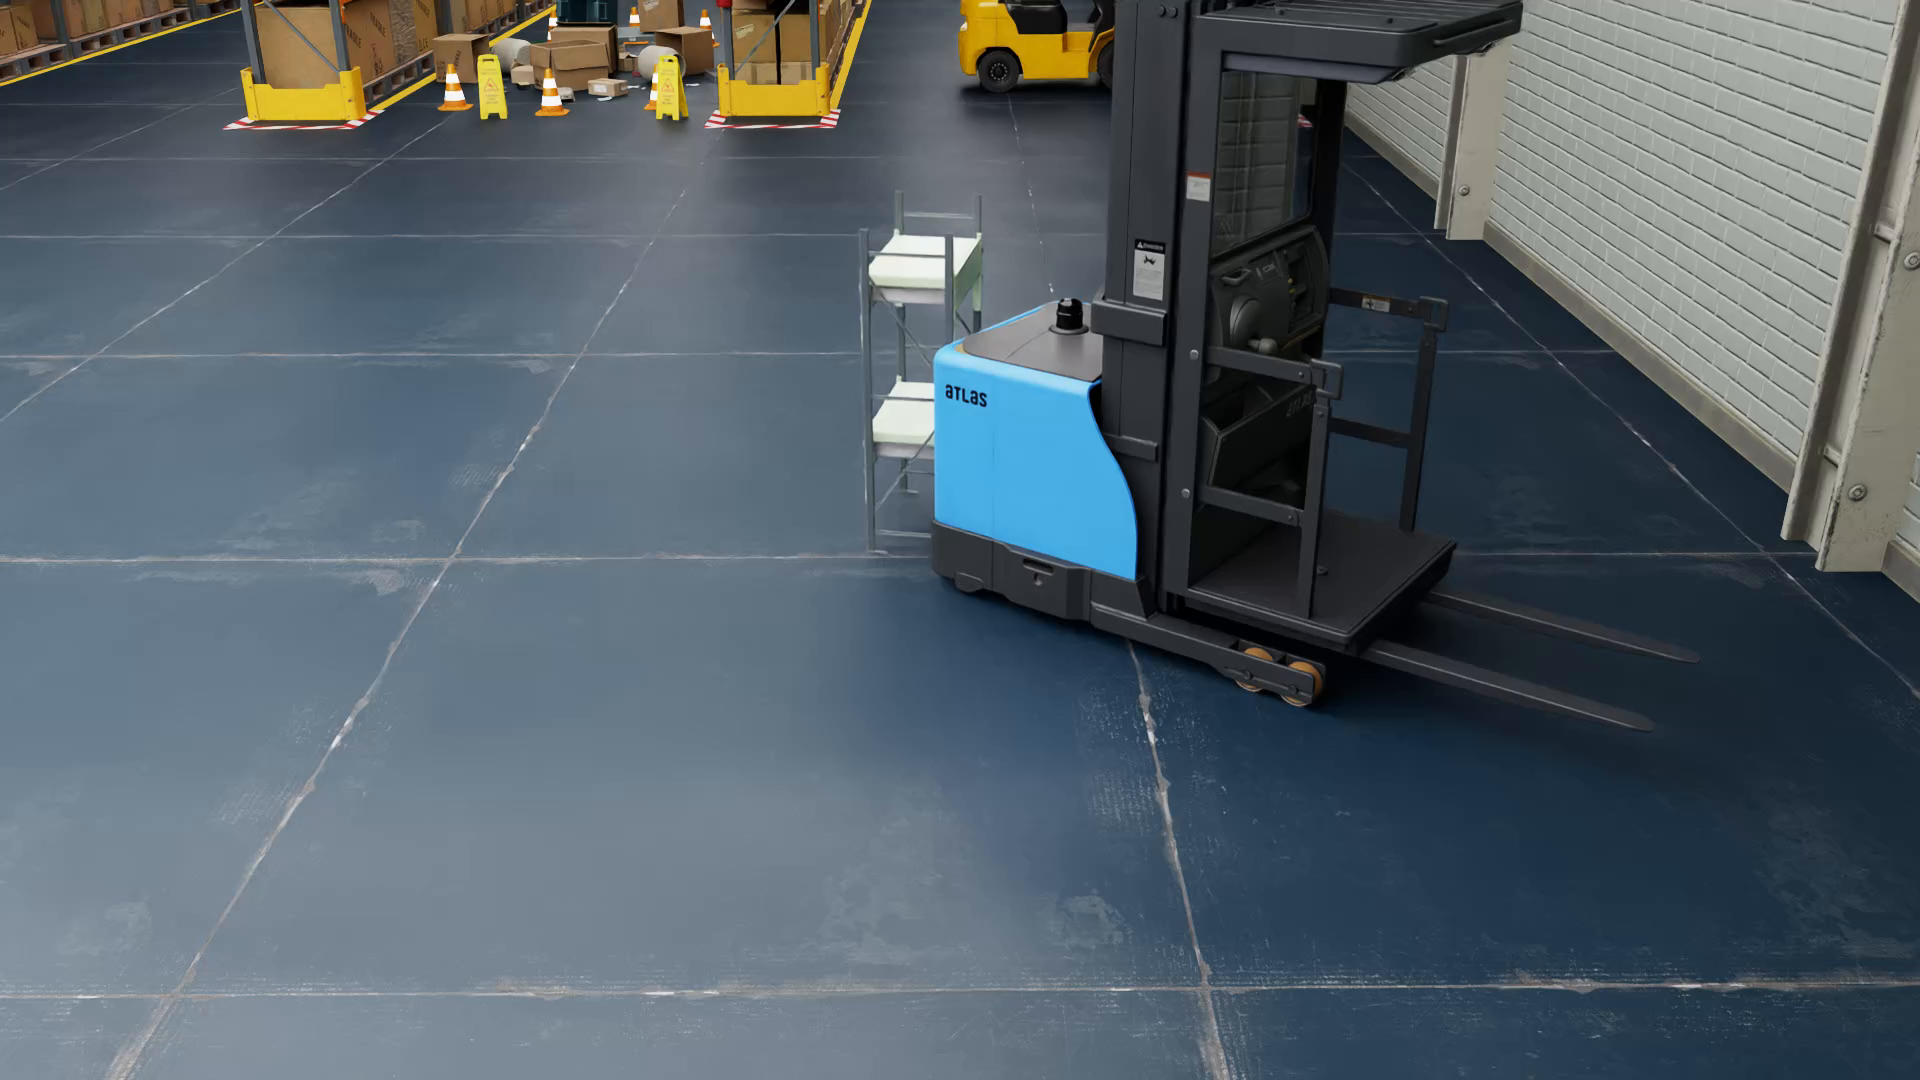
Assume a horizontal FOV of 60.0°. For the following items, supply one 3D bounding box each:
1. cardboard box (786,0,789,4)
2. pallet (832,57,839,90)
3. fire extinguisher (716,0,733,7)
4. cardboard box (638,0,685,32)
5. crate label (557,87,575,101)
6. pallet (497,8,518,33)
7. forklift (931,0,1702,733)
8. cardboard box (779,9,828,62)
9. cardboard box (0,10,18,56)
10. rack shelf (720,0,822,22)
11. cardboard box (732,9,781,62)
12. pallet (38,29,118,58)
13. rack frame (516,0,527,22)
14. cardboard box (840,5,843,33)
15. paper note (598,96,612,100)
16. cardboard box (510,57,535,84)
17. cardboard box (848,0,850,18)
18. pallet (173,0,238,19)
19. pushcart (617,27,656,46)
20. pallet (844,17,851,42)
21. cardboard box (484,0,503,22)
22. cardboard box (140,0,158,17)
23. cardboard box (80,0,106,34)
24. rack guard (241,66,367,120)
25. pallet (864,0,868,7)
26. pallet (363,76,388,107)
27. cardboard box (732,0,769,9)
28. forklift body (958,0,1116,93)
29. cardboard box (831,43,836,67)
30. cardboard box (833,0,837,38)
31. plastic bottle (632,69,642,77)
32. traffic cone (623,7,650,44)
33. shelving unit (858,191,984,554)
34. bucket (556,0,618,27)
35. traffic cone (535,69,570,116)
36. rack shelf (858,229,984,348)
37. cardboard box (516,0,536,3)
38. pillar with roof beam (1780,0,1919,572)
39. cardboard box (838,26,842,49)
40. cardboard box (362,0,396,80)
[{"bbox_3d":[-2.273,-6.188,19.710,0.500,0.500,0.500,1,24,2],"label":"cardboard box"},{"bbox_3d":[-1.972,-5.536,19.733,1.003,0.211,1.213,0,24,-1],"label":"pallet"},{"bbox_3d":[-2.446,-5.854,17.147,0.296,0.674,0.183,0,24,-1],"label":"fire extinguisher"},{"bbox_3d":[-3.810,-6.772,21.198,0.500,0.500,0.500,0,24,-1],"label":"cardboard box"},{"bbox_3d":[-4.458,-4.984,18.604,0.250,0.136,0.298,-14,28,-28],"label":"crate label"},{"bbox_3d":[-7.090,-7.575,24.243,1.003,0.211,1.213,0,24,-1],"label":"pallet"},{"bbox_3d":[1.365,-0.949,6.292,3.031,2.935,1.130,17,29,32],"label":"forklift"},{"bbox_3d":[-1.720,-5.562,18.325,0.500,0.500,0.500,-1,24,-2],"label":"cardboard box"},{"bbox_3d":[-11.962,-6.194,20.328,0.500,0.500,0.500,8,25,16],"label":"cardboard box"},{"bbox_3d":[-2.009,-6.435,19.210,1.077,0.370,4.000,0,24,-1],"label":"rack shelf"},{"bbox_3d":[-2.256,-5.548,18.293,0.500,0.500,0.500,0,24,0],"label":"cardboard box"},{"bbox_3d":[-11.950,-6.592,22.070,1.003,0.211,1.213,0,24,-1],"label":"pallet"},{"bbox_3d":[-7.023,-9.171,24.387,1.000,3.000,0.127,0,24,-1],"label":"rack frame"},{"bbox_3d":[-2.039,-6.797,21.817,0.950,0.372,0.625,0,24,0],"label":"cardboard box"},{"bbox_3d":[-3.988,-4.966,18.693,0.148,0.019,0.142,-9,26,-19],"label":"paper note"},{"bbox_3d":[-5.119,-5.577,19.759,0.396,0.266,0.258,4,25,9],"label":"cardboard box"},{"bbox_3d":[-2.062,-7.692,23.797,0.950,0.372,0.625,-1,24,-2],"label":"cardboard box"},{"bbox_3d":[-11.917,-8.245,25.724,1.003,0.211,1.213,0,24,-1],"label":"pallet"},{"bbox_3d":[-4.310,-6.361,21.357,1.648,0.377,0.936,-9,26,-19],"label":"pushcart"},{"bbox_3d":[-2.057,-7.141,23.283,1.003,0.211,1.213,0,24,-1],"label":"pallet"},{"bbox_3d":[-7.093,-7.726,23.412,1.050,0.750,0.750,0,24,0],"label":"cardboard box"},{"bbox_3d":[-11.937,-7.747,23.739,0.700,0.500,0.500,-2,24,-5],"label":"cardboard box"},{"bbox_3d":[-11.912,-7.053,22.205,0.700,0.500,0.500,0,24,-1],"label":"cardboard box"},{"bbox_3d":[-6.935,-4.726,17.592,1.175,0.500,0.348,0,24,-1],"label":"rack guard"},{"bbox_3d":[-2.018,-8.791,26.931,1.003,0.211,1.213,0,24,-1],"label":"pallet"},{"bbox_3d":[-7.022,-4.933,18.401,1.003,0.211,1.213,0,24,-1],"label":"pallet"},{"bbox_3d":[-2.328,-5.994,18.493,0.380,0.149,0.250,0,24,1],"label":"cardboard box"},{"bbox_3d":[1.131,-6.349,19.177,2.313,2.155,1.214,0,24,-1],"label":"forklift body"},{"bbox_3d":[-1.736,-5.646,19.420,0.500,0.250,0.500,1,24,3],"label":"cardboard box"},{"bbox_3d":[-1.742,-6.204,19.745,0.500,0.500,0.500,1,24,2],"label":"cardboard box"},{"bbox_3d":[-3.892,-5.708,20.296,0.133,0.061,0.283,4,25,9],"label":"plastic bottle"},{"bbox_3d":[-4.447,-7.050,22.777,0.336,0.463,0.334,0,24,-1],"label":"traffic cone"},{"bbox_3d":[-0.162,-0.763,7.616,0.431,1.500,0.755,4,25,9],"label":"shelving unit"},{"bbox_3d":[-4.672,-6.678,21.003,0.726,0.611,0.620,8,16,18],"label":"bucket"},{"bbox_3d":[-4.388,-4.809,17.821,0.336,0.463,0.334,0,24,-1],"label":"traffic cone"},{"bbox_3d":[-0.162,-1.118,7.455,0.431,0.370,0.720,4,25,9],"label":"rack shelf"},{"bbox_3d":[-6.776,-8.516,25.463,0.500,0.500,0.500,-1,24,-3],"label":"cardboard box"},{"bbox_3d":[-0.304,-4.023,5.724,9.100,9.000,0.400,0,24,-1],"label":"pillar with roof beam"},{"bbox_3d":[-1.755,-6.283,20.828,0.500,0.250,0.500,1,24,2],"label":"cardboard box"},{"bbox_3d":[-7.021,-5.739,18.869,0.875,0.875,0.875,-1,24,-1],"label":"cardboard box"}]
